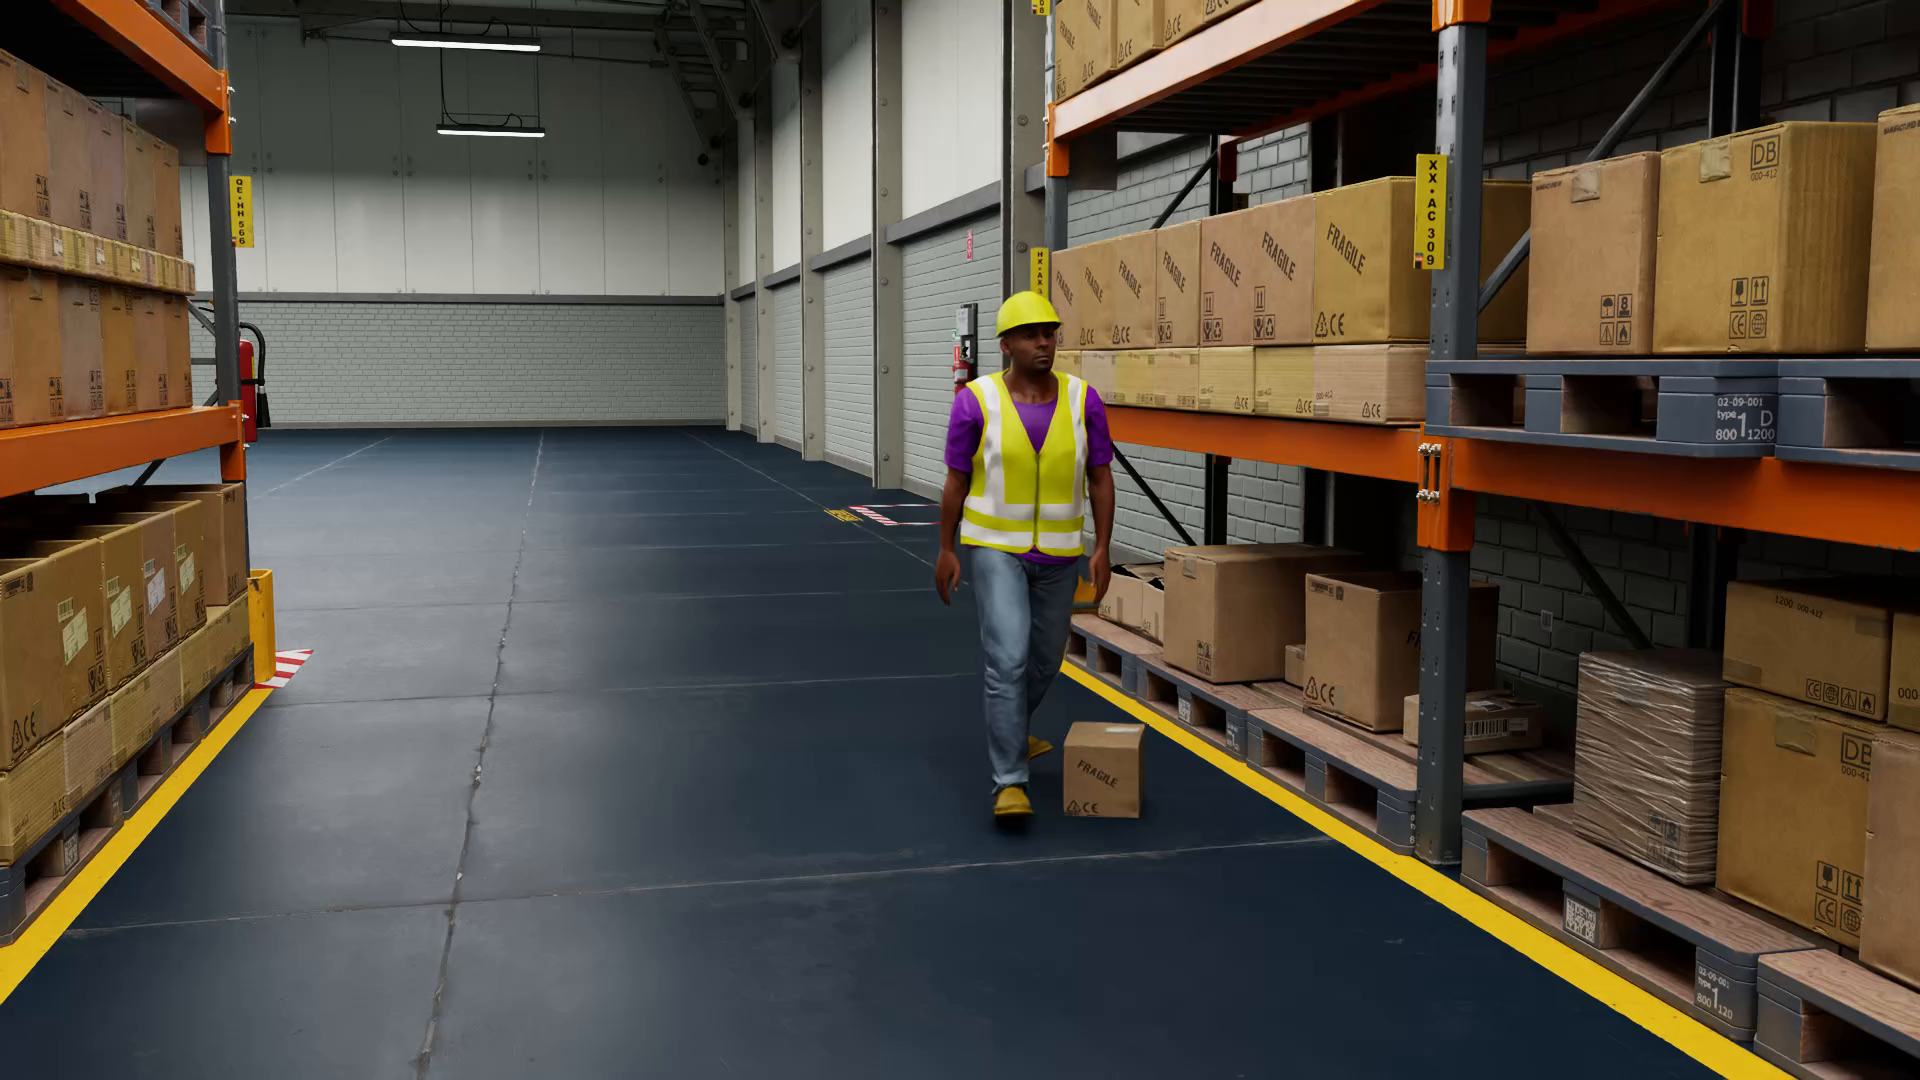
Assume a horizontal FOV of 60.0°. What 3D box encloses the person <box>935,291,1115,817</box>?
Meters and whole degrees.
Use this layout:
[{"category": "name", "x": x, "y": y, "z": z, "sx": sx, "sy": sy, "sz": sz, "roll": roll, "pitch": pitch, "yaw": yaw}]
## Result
[{"category": "person", "x": 0.224, "y": 0.029, "z": 5.672, "sx": 0.592, "sy": 1.728, "sz": 0.928, "roll": -2, "pitch": 6, "yaw": -15}]
